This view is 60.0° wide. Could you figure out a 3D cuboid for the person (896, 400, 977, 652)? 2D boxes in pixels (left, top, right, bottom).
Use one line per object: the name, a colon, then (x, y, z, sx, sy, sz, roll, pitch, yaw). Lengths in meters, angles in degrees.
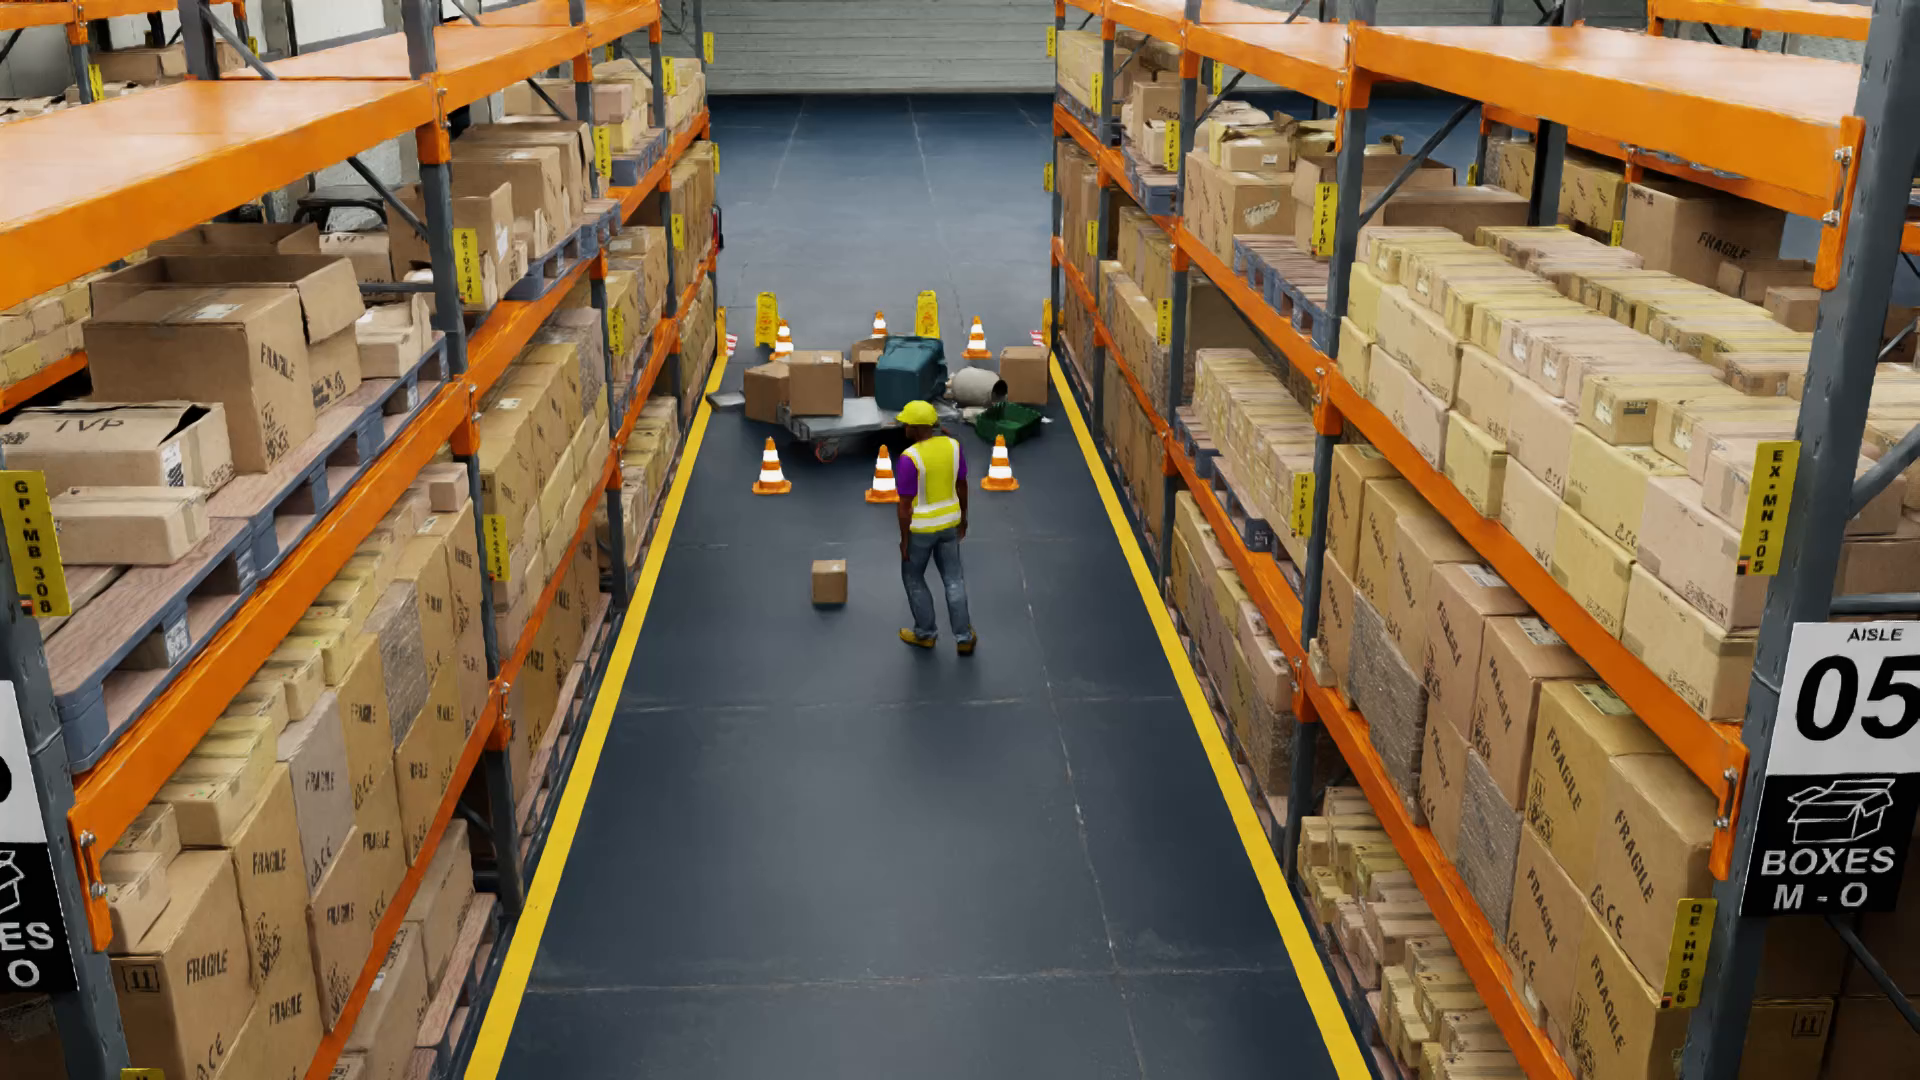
person: (-0.175, -0.089, 11.297, 0.600, 1.750, 0.563, -14, 25, -33)
